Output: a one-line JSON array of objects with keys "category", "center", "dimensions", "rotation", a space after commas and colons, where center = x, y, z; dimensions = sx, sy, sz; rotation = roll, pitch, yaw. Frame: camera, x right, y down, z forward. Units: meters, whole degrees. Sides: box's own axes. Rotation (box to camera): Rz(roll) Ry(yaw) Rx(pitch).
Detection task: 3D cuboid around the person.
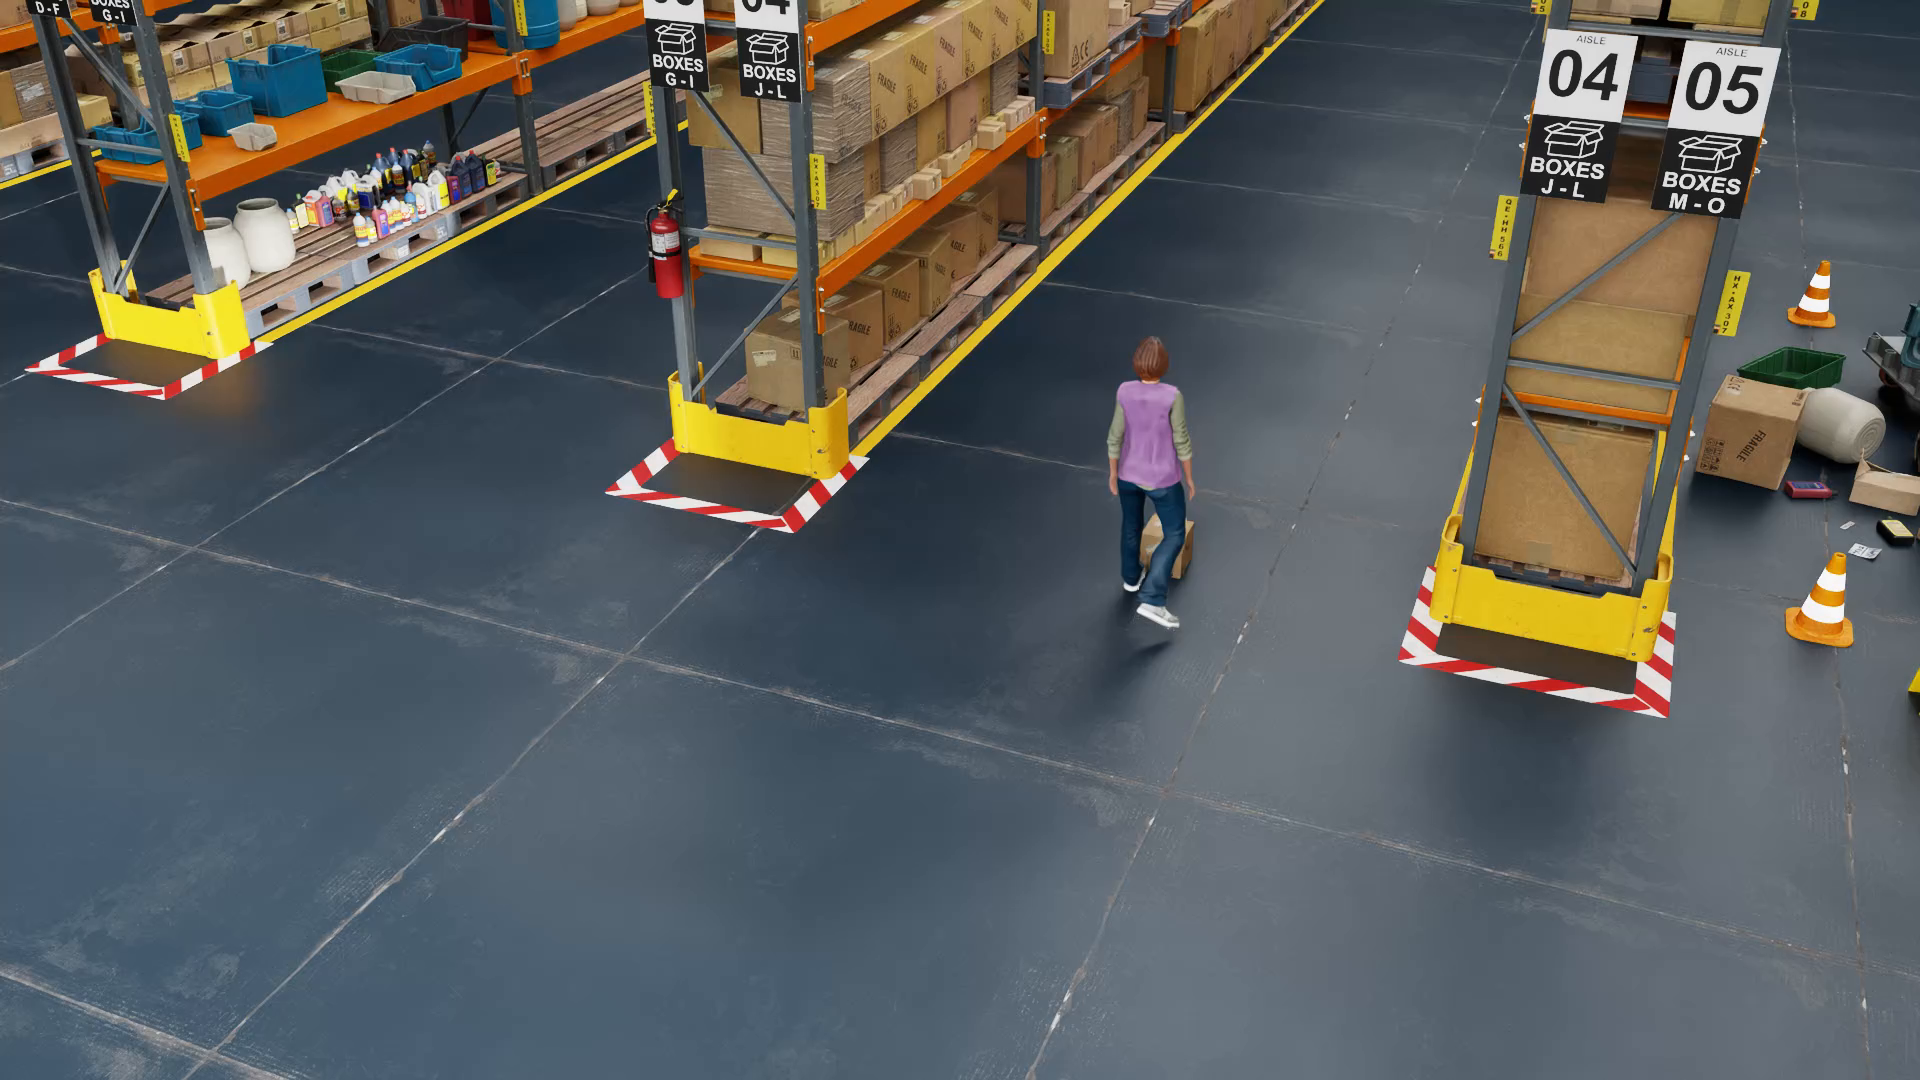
[{"category": "person", "center": [1.042, -0.314, 8.923], "dimensions": [0.545, 1.589, 0.707], "rotation": [15, 33, 24]}]
